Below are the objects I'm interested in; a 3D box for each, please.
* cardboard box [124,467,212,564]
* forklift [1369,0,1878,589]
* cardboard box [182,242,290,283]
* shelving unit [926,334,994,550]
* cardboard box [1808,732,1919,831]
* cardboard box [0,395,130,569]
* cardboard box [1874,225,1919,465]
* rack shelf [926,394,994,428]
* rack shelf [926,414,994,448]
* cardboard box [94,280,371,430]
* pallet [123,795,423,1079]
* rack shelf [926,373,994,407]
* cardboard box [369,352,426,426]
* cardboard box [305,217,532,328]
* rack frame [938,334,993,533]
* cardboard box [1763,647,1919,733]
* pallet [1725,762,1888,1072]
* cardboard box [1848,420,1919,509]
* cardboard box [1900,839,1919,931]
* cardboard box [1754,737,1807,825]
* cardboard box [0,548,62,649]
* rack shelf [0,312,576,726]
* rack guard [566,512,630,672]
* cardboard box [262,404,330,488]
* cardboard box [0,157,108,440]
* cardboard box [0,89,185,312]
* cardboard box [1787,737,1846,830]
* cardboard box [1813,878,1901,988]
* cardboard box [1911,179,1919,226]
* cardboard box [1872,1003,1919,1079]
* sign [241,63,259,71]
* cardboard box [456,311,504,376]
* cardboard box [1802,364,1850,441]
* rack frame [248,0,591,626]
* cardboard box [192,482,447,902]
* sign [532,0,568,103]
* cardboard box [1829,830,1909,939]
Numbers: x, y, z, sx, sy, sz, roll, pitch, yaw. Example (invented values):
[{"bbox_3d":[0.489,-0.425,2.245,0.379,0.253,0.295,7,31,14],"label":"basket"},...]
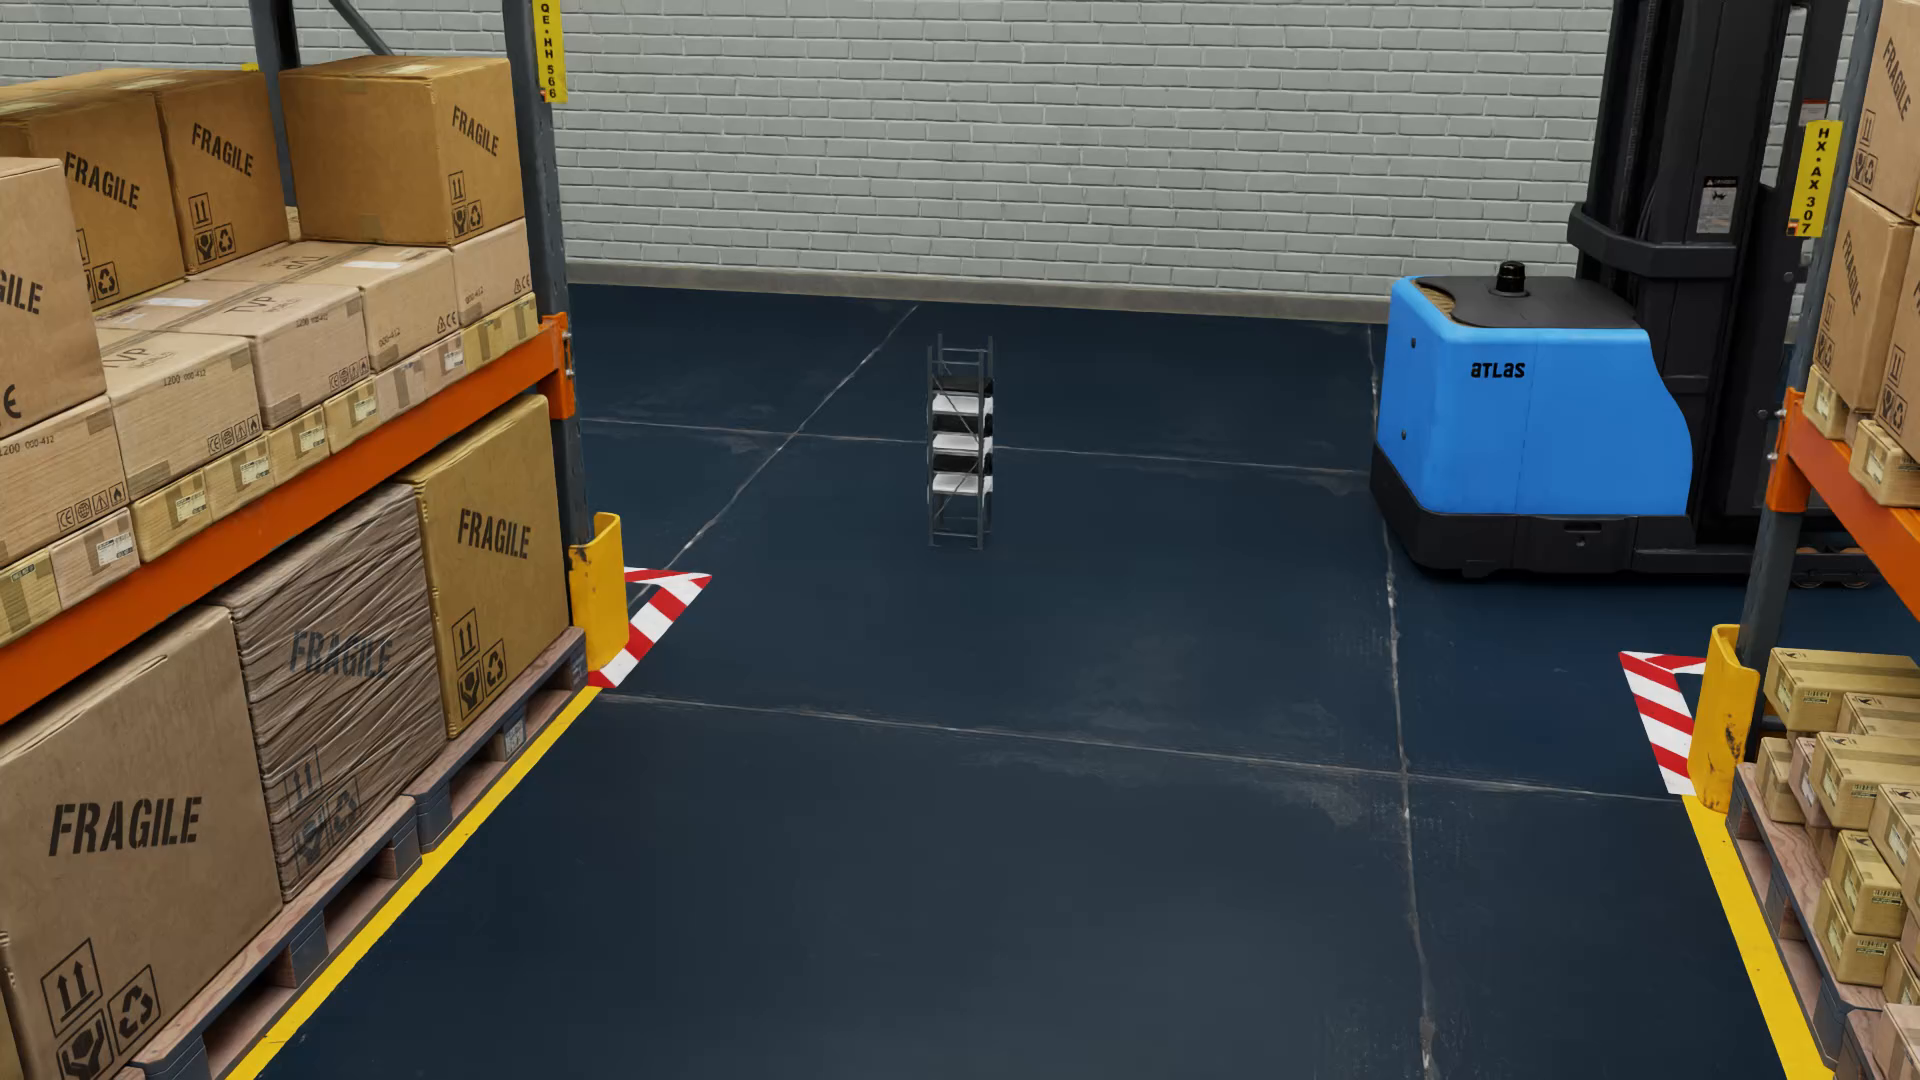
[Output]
[{"bbox_3d":[-1.985,-0.071,3.852,0.380,0.149,0.250,4,22,9],"label":"cardboard box"},{"bbox_3d":[3.414,-1.360,6.807,3.031,2.935,1.130,0,22,1],"label":"forklift"},{"bbox_3d":[-2.333,-0.721,4.930,0.500,0.250,0.500,4,22,10],"label":"cardboard box"},{"bbox_3d":[0.002,-0.420,7.193,0.258,0.900,0.210,4,22,11],"label":"shelving unit"},{"bbox_3d":[2.409,0.627,4.239,0.380,0.149,0.250,4,22,11],"label":"cardboard box"},{"bbox_3d":[-2.129,-0.126,3.455,0.500,0.250,0.500,5,22,12],"label":"cardboard box"},{"bbox_3d":[2.517,-0.426,3.865,0.500,0.500,0.500,5,22,11],"label":"cardboard box"},{"bbox_3d":[0.002,-0.556,7.138,0.258,0.077,0.200,4,22,11],"label":"rack shelf"},{"bbox_3d":[0.002,-0.473,7.172,0.258,0.077,0.200,4,22,11],"label":"rack shelf"},{"bbox_3d":[-1.918,-0.497,4.375,0.500,0.250,0.500,4,22,9],"label":"cardboard box"},{"bbox_3d":[-2.209,1.039,4.491,1.003,0.211,1.213,4,22,11],"label":"pallet"},{"bbox_3d":[0.002,-0.640,7.104,0.258,0.077,0.200,4,22,11],"label":"rack shelf"},{"bbox_3d":[-1.778,-0.447,4.785,0.380,0.149,0.250,5,22,12],"label":"cardboard box"},{"bbox_3d":[-1.711,-0.869,5.298,0.500,0.250,0.500,4,22,10],"label":"cardboard box"},{"bbox_3d":[0.022,-0.458,7.285,0.240,0.900,0.006,4,22,11],"label":"rack frame"},{"bbox_3d":[2.524,0.435,4.717,0.380,0.149,0.250,3,22,8],"label":"cardboard box"},{"bbox_3d":[2.747,1.033,4.506,1.003,0.211,1.213,4,22,11],"label":"pallet"},{"bbox_3d":[2.458,-0.182,4.127,0.380,0.149,0.250,4,22,9],"label":"cardboard box"},{"bbox_3d":[2.373,0.825,3.748,0.380,0.149,0.250,5,23,13],"label":"cardboard box"},{"bbox_3d":[2.543,0.712,4.824,0.380,0.149,0.250,5,22,12],"label":"cardboard box"},{"bbox_3d":[-2.091,0.117,3.385,0.380,0.149,0.250,4,22,10],"label":"cardboard box"},{"bbox_3d":[-2.280,0.067,4.134,1.077,0.370,4.000,4,22,11],"label":"rack shelf"},{"bbox_3d":[-1.867,0.153,6.304,1.175,0.500,0.348,4,22,11],"label":"rack guard"},{"bbox_3d":[-1.881,-0.257,4.313,0.380,0.149,0.250,5,22,11],"label":"cardboard box"},{"bbox_3d":[-2.130,-0.477,3.321,0.500,0.500,0.500,4,22,9],"label":"cardboard box"},{"bbox_3d":[-2.436,-0.886,4.338,0.500,0.500,0.500,4,22,9],"label":"cardboard box"},{"bbox_3d":[2.494,0.675,4.518,0.380,0.149,0.250,4,22,11],"label":"cardboard box"},{"bbox_3d":[2.366,0.991,4.133,0.380,0.149,0.250,5,22,12],"label":"cardboard box"},{"bbox_3d":[2.515,-0.902,3.707,0.500,0.500,0.500,5,22,12],"label":"cardboard box"},{"bbox_3d":[2.272,1.176,3.673,0.380,0.149,0.250,3,22,8],"label":"cardboard box"},{"bbox_3d":[-2.414,-1.480,5.750,0.100,0.325,0.005,4,22,11],"label":"sign"},{"bbox_3d":[-1.673,-0.631,5.240,0.380,0.149,0.250,5,22,11],"label":"cardboard box"},{"bbox_3d":[2.576,-0.373,4.600,0.380,0.149,0.250,4,22,10],"label":"cardboard box"},{"bbox_3d":[-1.872,-0.998,5.816,1.000,3.000,0.127,4,22,11],"label":"rack frame"},{"bbox_3d":[-2.110,0.366,4.711,0.875,0.875,0.875,4,22,11],"label":"cardboard box"},{"bbox_3d":[-1.343,-1.598,5.440,0.100,0.325,0.005,4,22,11],"label":"sign"},{"bbox_3d":[2.372,0.857,4.067,0.380,0.149,0.250,5,23,13],"label":"cardboard box"}]
